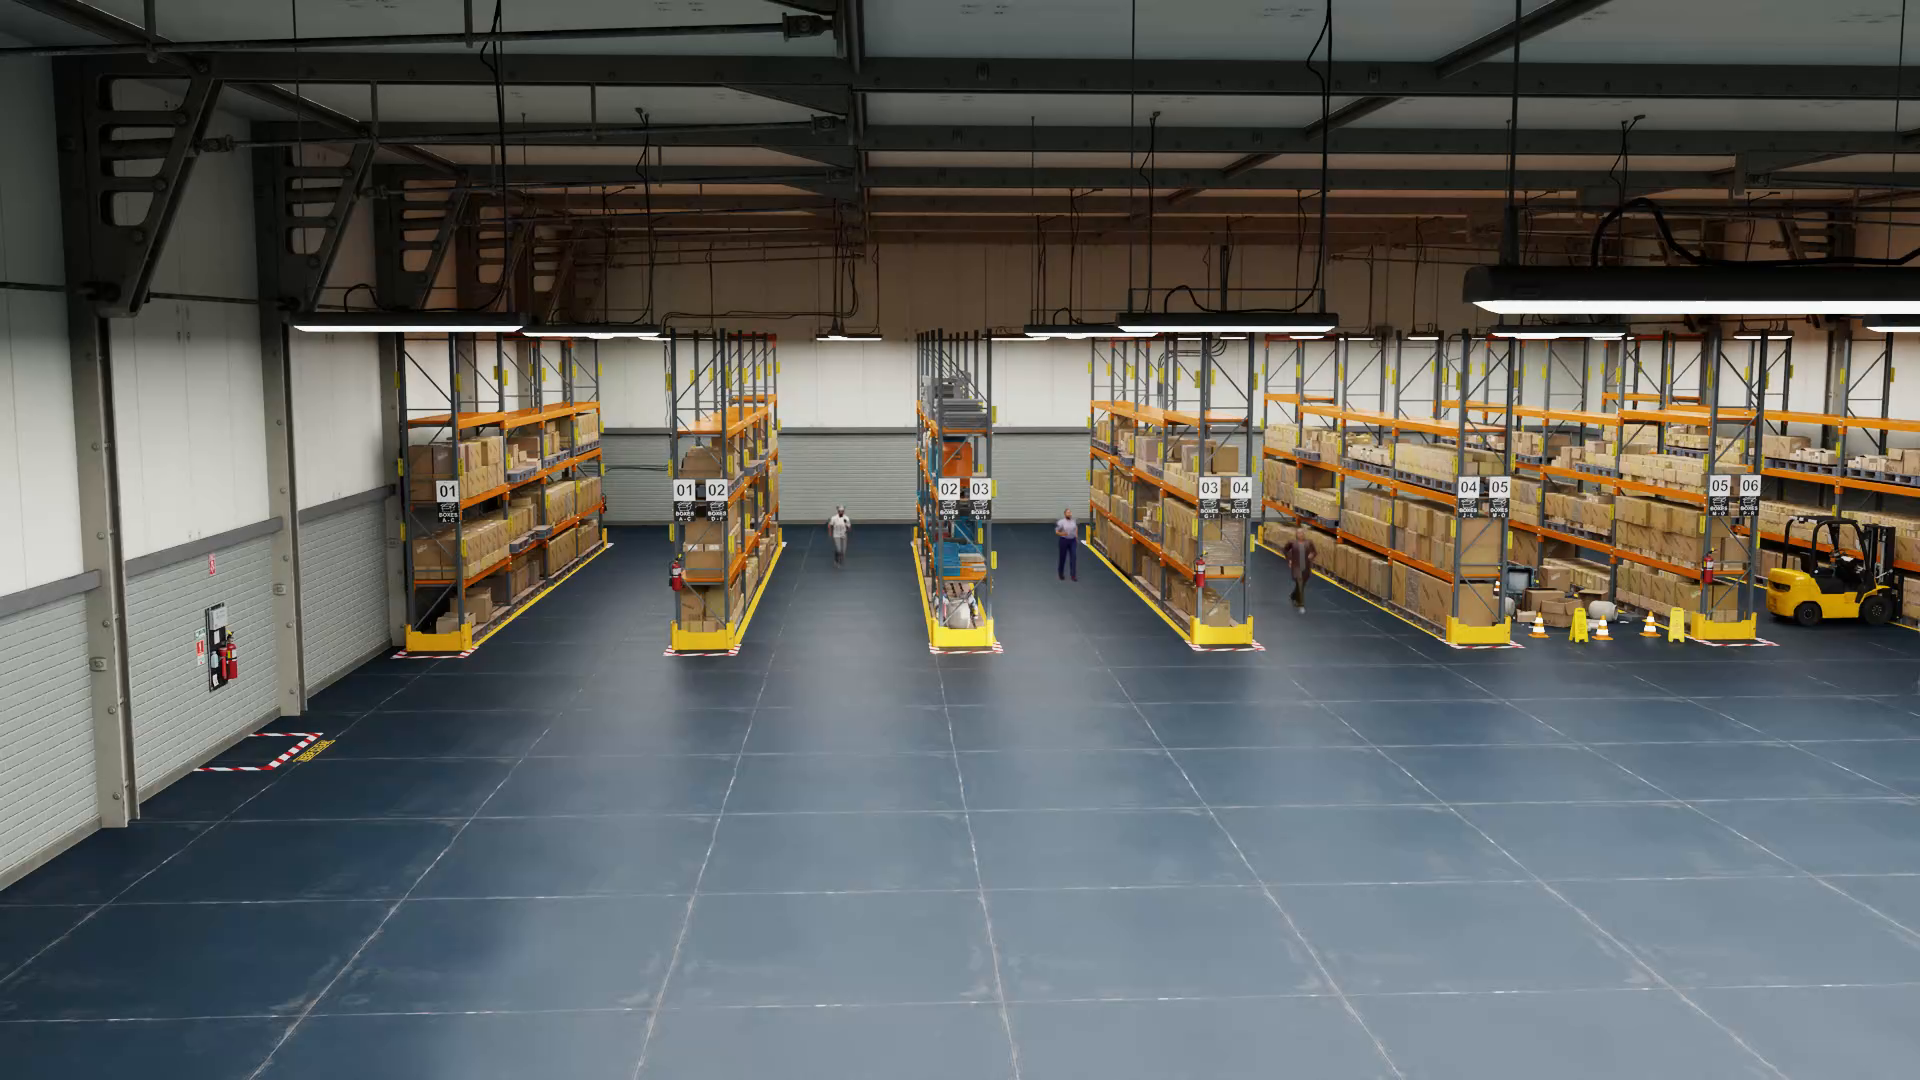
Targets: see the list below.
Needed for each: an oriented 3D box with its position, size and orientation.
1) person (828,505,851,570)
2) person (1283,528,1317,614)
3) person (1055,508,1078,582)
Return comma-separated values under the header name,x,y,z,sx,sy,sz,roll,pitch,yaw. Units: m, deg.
name,x,y,z,sx,sy,sz,roll,pitch,yaw
person,-3.028,-0.065,42.034,0.538,1.650,0.713,-2,7,-15
person,7.315,0.634,35.696,0.686,1.804,0.988,-1,7,-7
person,2.482,0.112,38.249,0.606,1.693,0.861,-2,7,-15
